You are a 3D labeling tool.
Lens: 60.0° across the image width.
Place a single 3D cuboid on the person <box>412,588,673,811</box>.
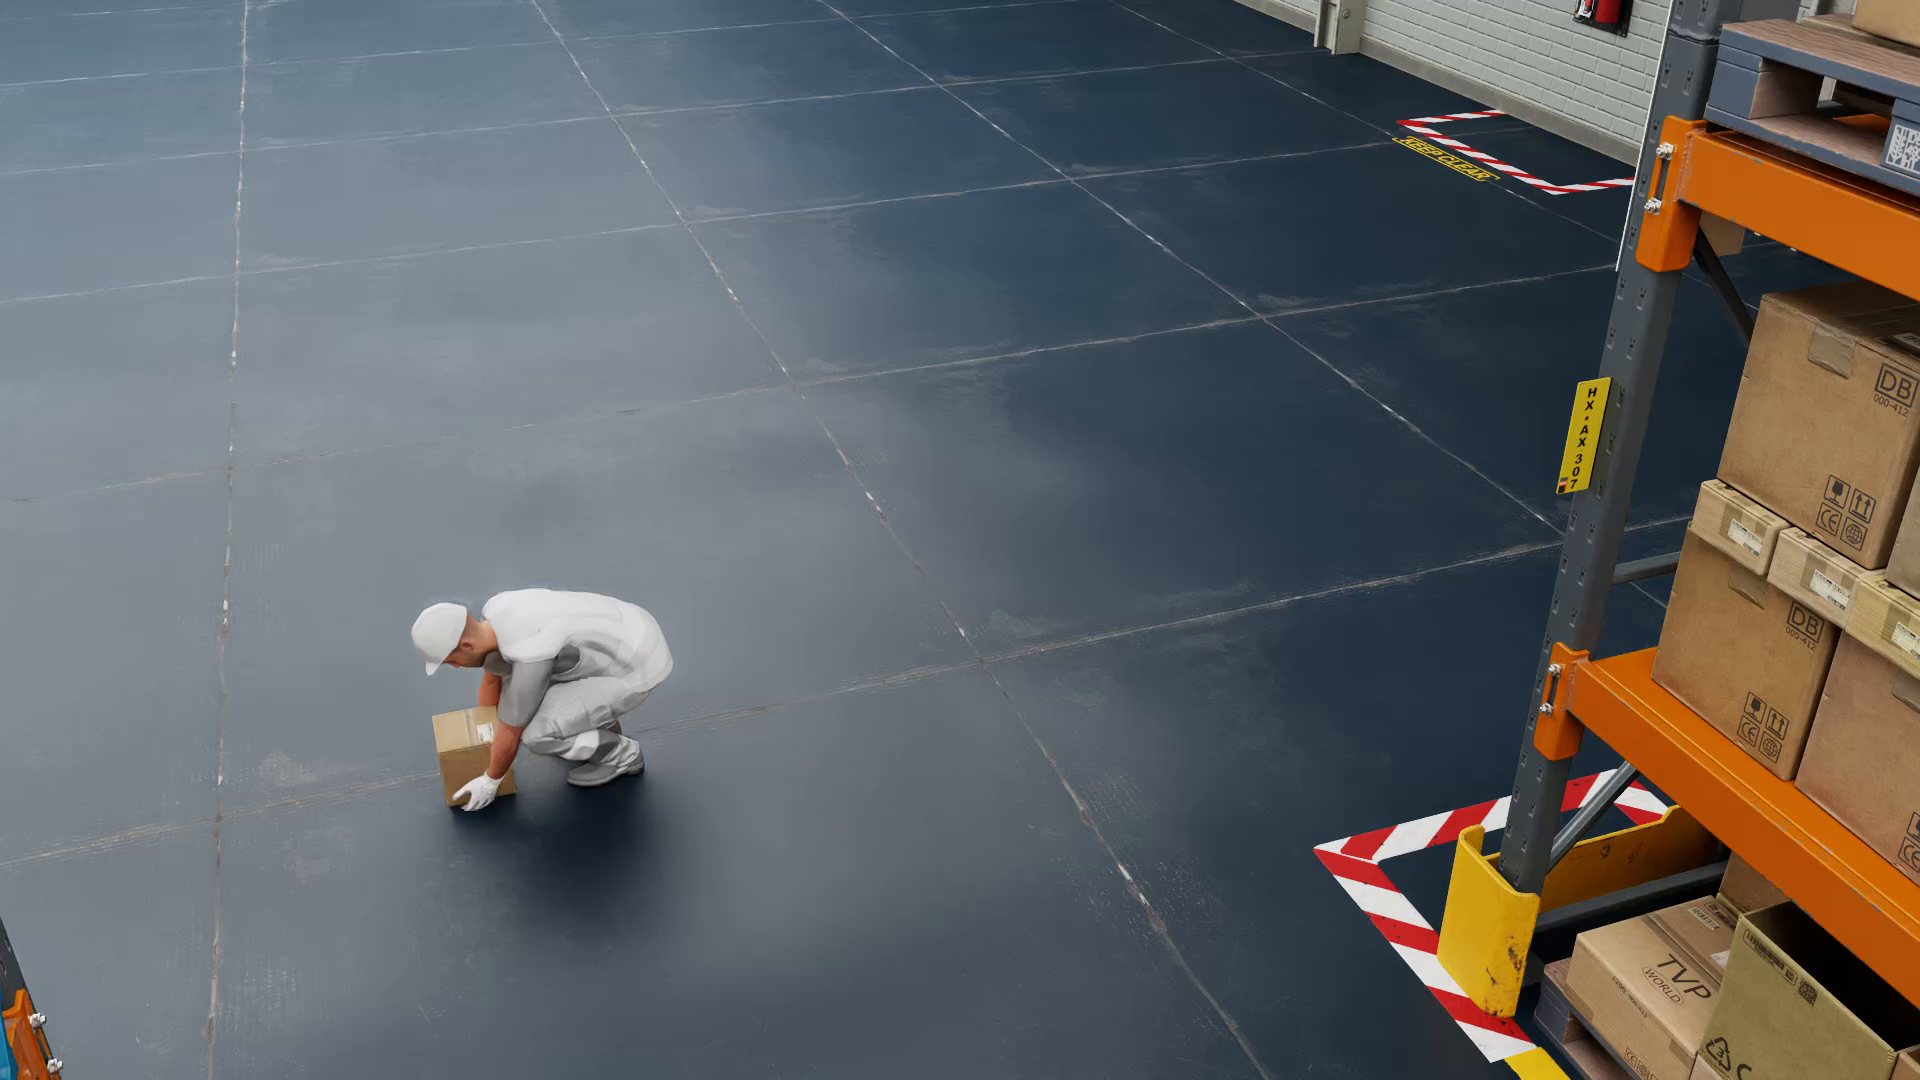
[{"bbox_3d":[-1.523,0.534,6.193,0.901,0.877,0.547,-10,31,-18],"label":"person"}]
